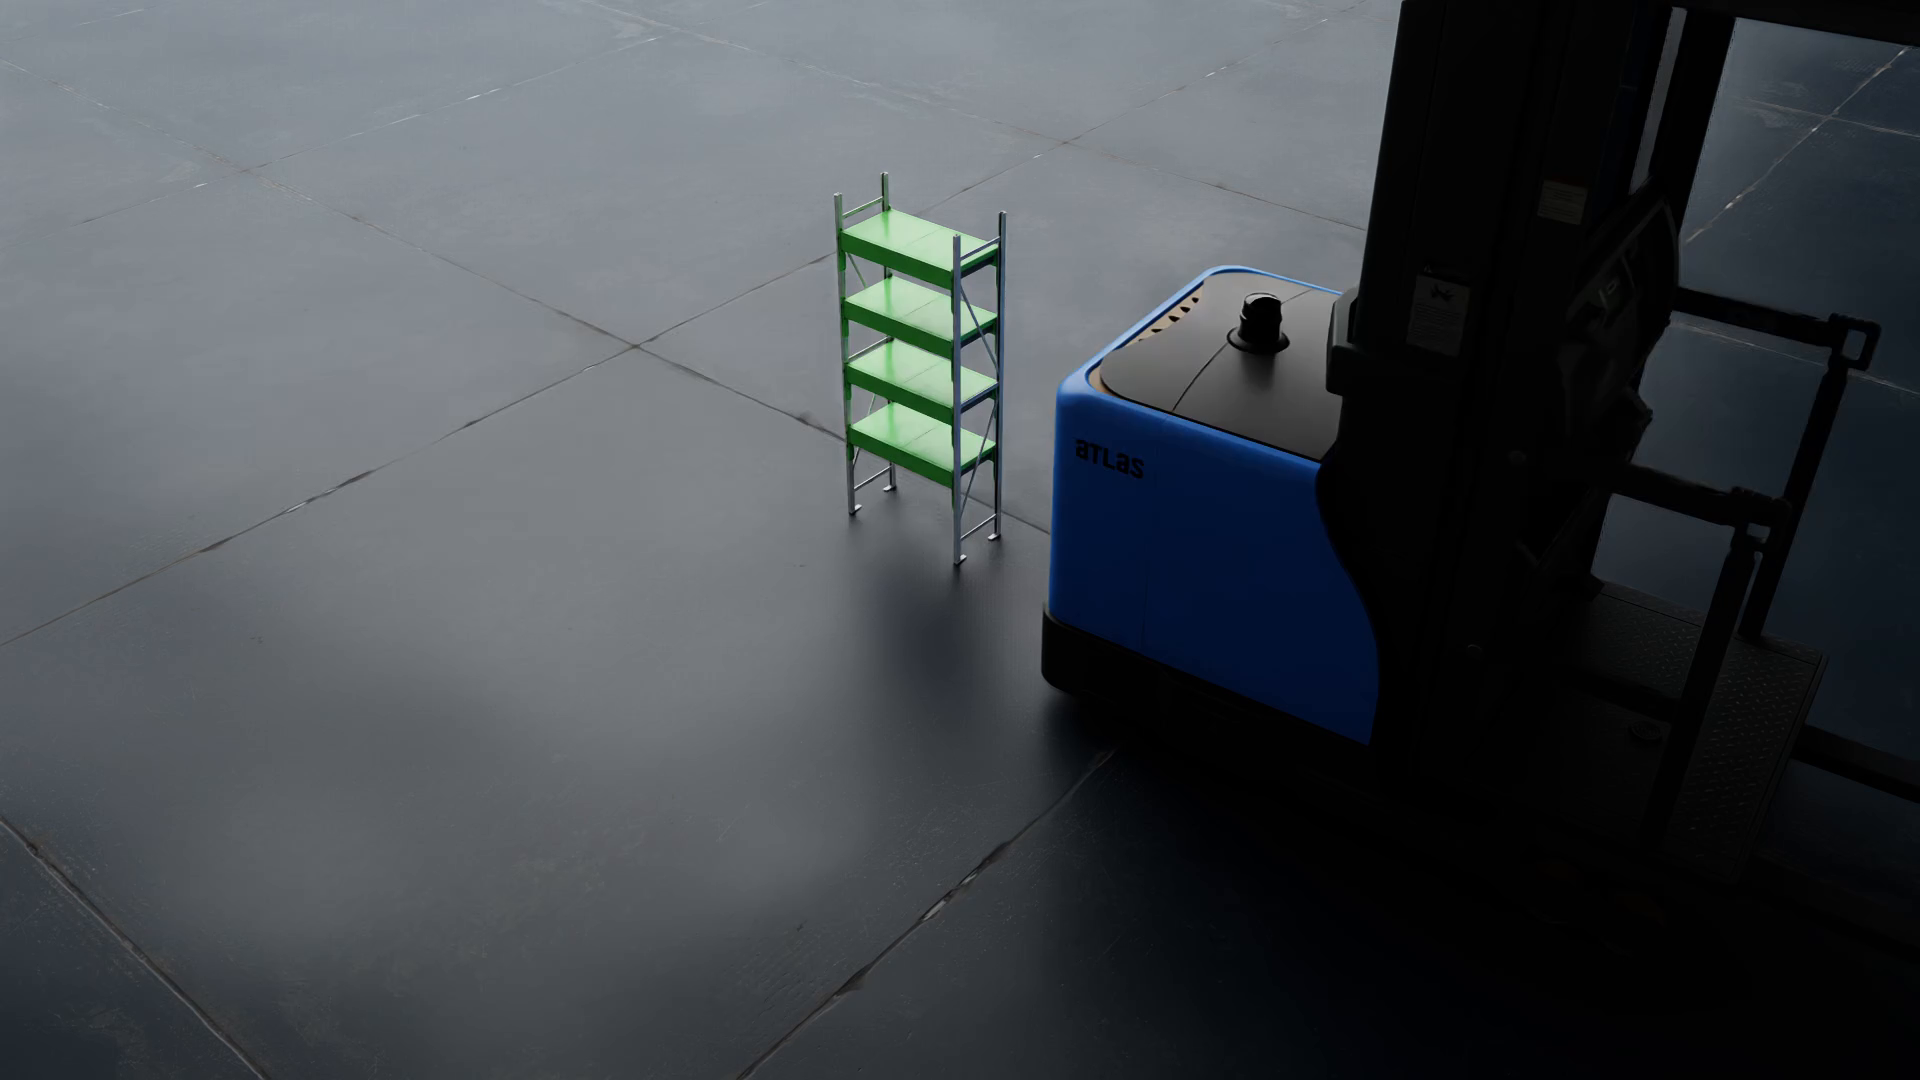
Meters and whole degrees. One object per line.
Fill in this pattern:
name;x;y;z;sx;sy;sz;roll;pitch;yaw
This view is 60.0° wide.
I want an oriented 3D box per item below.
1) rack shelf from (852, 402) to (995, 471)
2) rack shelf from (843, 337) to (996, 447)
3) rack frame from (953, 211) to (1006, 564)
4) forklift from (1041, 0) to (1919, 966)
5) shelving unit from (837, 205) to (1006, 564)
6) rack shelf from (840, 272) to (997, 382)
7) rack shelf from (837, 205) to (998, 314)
rack shelf;-0.127;-0.348;5.659;0.457;0.021;0.221;25;42;32
rack shelf;-0.127;-0.502;5.553;0.480;0.148;0.258;25;42;32
rack frame;0.060;-0.466;5.388;0.015;1.200;0.240;25;42;32
forklift;1.750;-0.496;3.902;3.031;2.935;1.130;21;40;28
shelving unit;-0.123;-0.552;5.514;0.492;1.200;0.258;25;42;32
rack shelf;-0.127;-0.700;5.417;0.480;0.148;0.258;25;42;32
rack shelf;-0.127;-0.898;5.282;0.480;0.148;0.258;25;42;32
